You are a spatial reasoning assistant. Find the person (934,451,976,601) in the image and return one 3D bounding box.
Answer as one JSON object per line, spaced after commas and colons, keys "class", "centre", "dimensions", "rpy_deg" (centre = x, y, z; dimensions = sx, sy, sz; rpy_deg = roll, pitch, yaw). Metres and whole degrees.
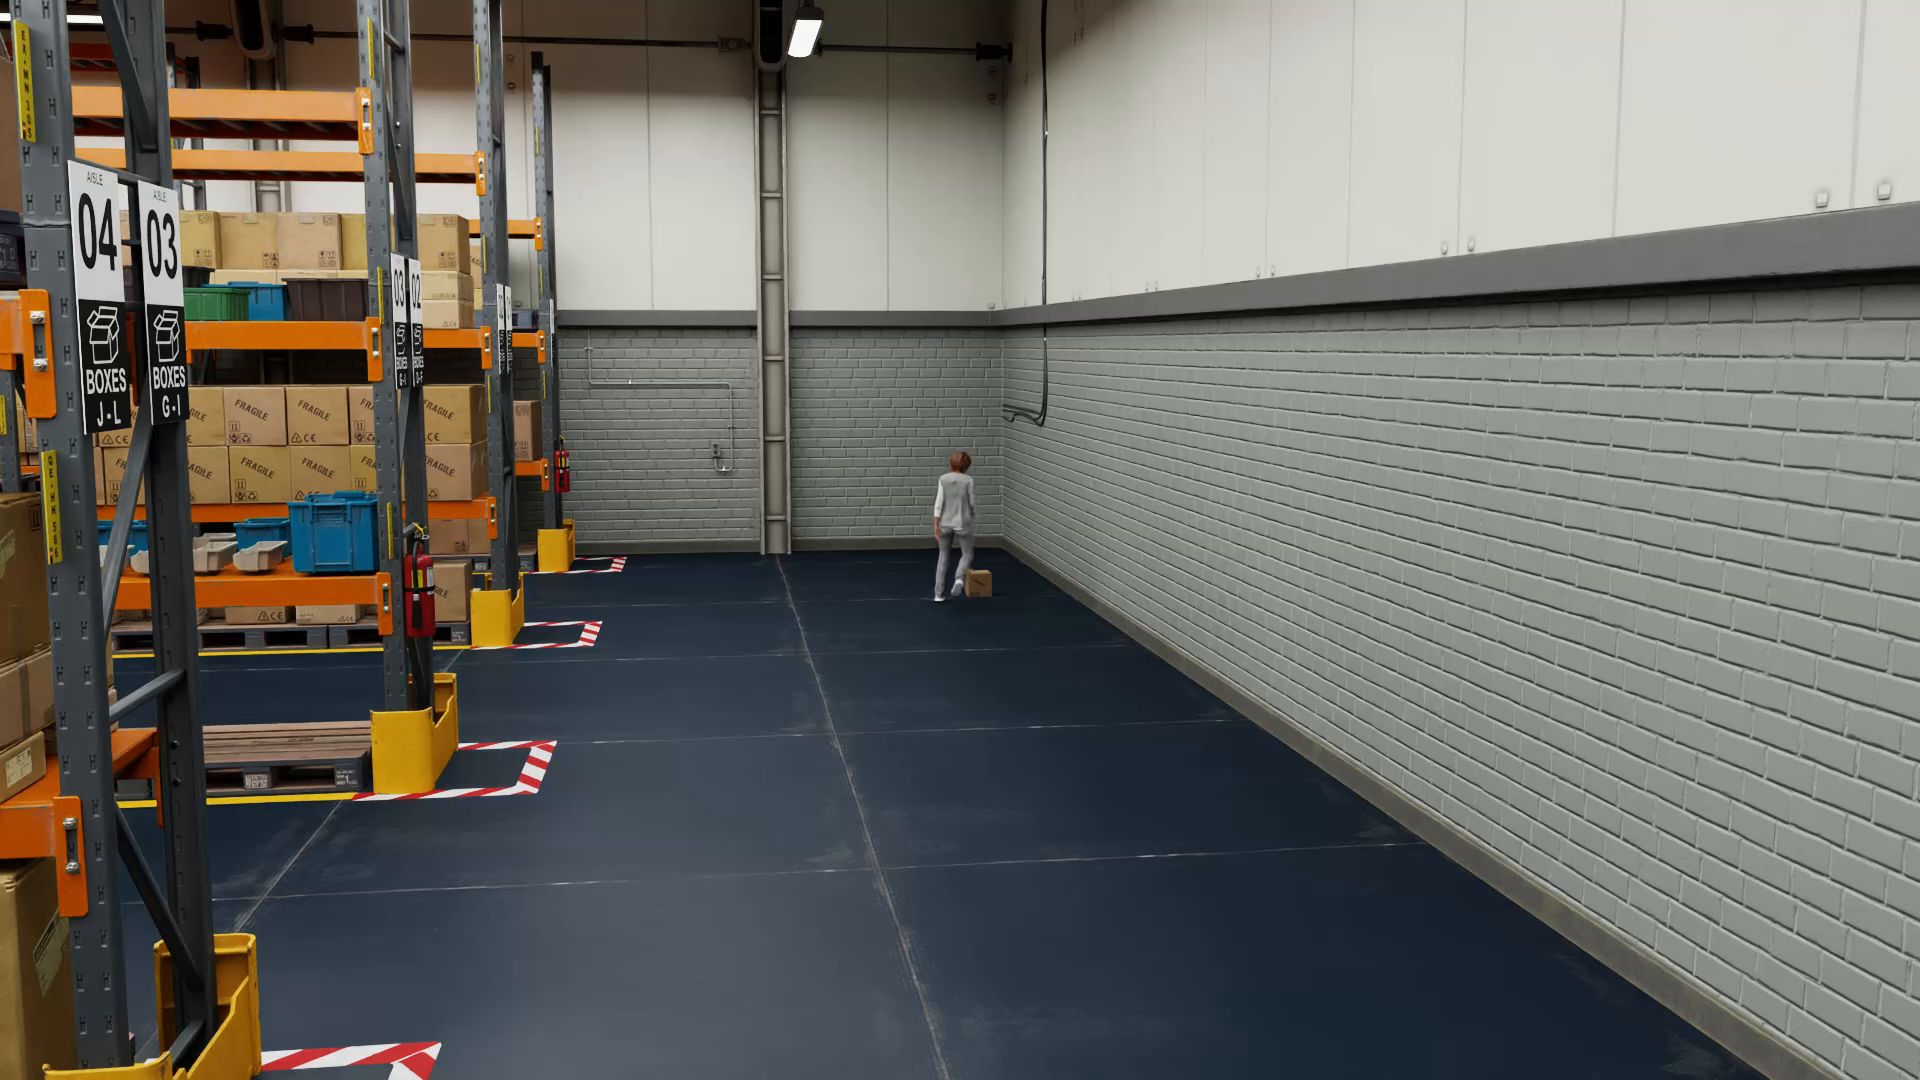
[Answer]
{"class": "person", "centre": [-0.078, -0.125, 17.083], "dimensions": [0.458, 1.576, 0.611], "rpy_deg": [2, 7, 14]}
